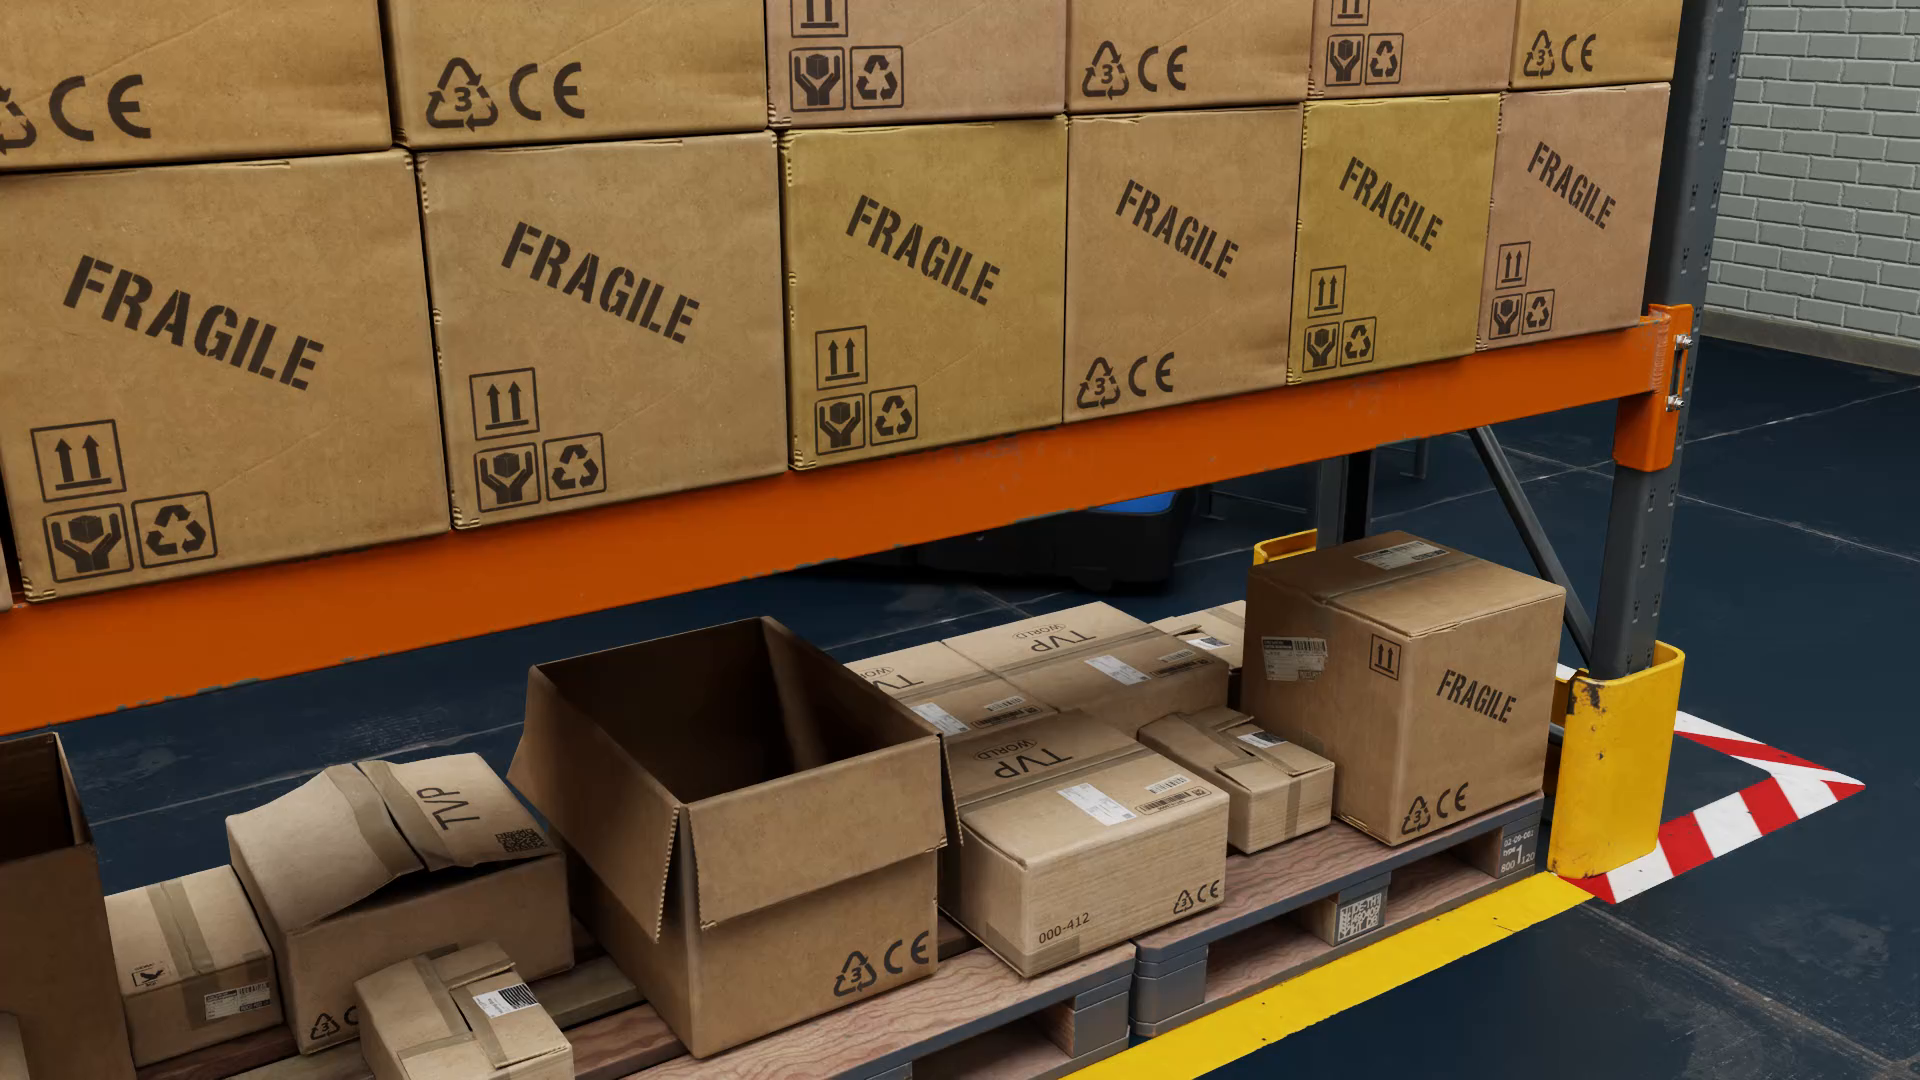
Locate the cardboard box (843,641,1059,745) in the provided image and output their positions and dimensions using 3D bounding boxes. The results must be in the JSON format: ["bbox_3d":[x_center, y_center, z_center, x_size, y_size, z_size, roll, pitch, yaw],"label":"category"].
[{"bbox_3d":[-0.124,0.472,3.771,0.500,0.250,0.500,-12,22,-31],"label":"cardboard box"}]

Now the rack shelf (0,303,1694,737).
[{"bbox_3d":[-0.349,-0.125,3.054,4.000,0.370,1.077,-12,22,-31],"label":"rack shelf"}]

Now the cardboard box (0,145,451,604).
[{"bbox_3d":[-1.018,-0.269,2.200,0.500,0.500,0.500,-11,22,-30],"label":"cardboard box"}]

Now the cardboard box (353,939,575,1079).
[{"bbox_3d":[-0.833,0.849,2.786,0.250,0.166,0.380,-12,22,-31],"label":"cardboard box"}]

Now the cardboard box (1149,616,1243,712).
[{"bbox_3d":[0.574,0.342,4.288,0.250,0.166,0.380,-12,22,-31],"label":"cardboard box"}]

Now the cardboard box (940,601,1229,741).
[{"bbox_3d":[0.294,0.384,4.031,0.500,0.250,0.500,-12,22,-31],"label":"cardboard box"}]

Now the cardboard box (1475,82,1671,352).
[{"bbox_3d":[1.097,-0.714,3.516,0.500,0.500,0.500,-11,22,-30],"label":"cardboard box"}]

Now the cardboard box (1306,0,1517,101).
[{"bbox_3d":[0.680,-1.098,3.091,0.500,0.500,0.500,-11,22,-30],"label":"cardboard box"}]

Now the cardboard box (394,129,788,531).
[{"bbox_3d":[-0.599,-0.356,2.459,0.500,0.500,0.500,-12,22,-32],"label":"cardboard box"}]

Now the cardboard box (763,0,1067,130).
[{"bbox_3d":[-0.180,-0.915,2.550,0.500,0.500,0.500,-11,22,-30],"label":"cardboard box"}]

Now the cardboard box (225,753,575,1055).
[{"bbox_3d":[-1.073,0.644,3.169,0.500,0.311,0.500,-12,22,-31],"label":"cardboard box"}]

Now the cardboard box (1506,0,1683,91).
[{"bbox_3d":[1.101,-1.187,3.355,0.500,0.500,0.500,-12,22,-32],"label":"cardboard box"}]

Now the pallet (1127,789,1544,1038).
[{"bbox_3d":[0.593,0.657,3.972,1.213,0.211,1.003,-12,22,-31],"label":"pallet"}]

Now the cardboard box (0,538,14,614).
[{"bbox_3d":[-1.444,-0.178,1.931,0.500,0.500,0.500,-11,22,-30],"label":"cardboard box"}]

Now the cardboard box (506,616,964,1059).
[{"bbox_3d":[-0.453,0.528,3.209,0.637,0.503,0.797,-12,22,-31],"label":"cardboard box"}]

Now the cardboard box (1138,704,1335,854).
[{"bbox_3d":[0.615,0.525,3.746,0.250,0.166,0.380,-12,22,-31],"label":"cardboard box"}]

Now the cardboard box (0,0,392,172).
[{"bbox_3d":[-1.040,-0.733,2.013,0.500,0.500,0.500,-13,22,-33],"label":"cardboard box"}]

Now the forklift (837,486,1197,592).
[{"bbox_3d":[-0.658,-1.447,5.947,3.031,2.935,1.130,4,19,13],"label":"forklift"}]

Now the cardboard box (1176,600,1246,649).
[{"bbox_3d":[0.783,0.306,4.421,0.250,0.149,0.380,-12,22,-31],"label":"cardboard box"}]

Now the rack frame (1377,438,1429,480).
[{"bbox_3d":[1.756,-1.015,6.905,0.500,1.500,0.032,14,23,35],"label":"rack frame"}]

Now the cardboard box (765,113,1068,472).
[{"bbox_3d":[-0.175,-0.446,2.725,0.500,0.500,0.500,-12,22,-32],"label":"cardboard box"}]

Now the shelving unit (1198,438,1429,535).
[{"bbox_3d":[1.448,-0.886,6.523,0.538,1.500,1.048,14,23,35],"label":"shelving unit"}]

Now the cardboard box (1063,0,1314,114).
[{"bbox_3d":[0.249,-1.005,2.817,0.500,0.500,0.500,-11,22,-30],"label":"cardboard box"}]

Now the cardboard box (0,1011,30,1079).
[{"bbox_3d":[-1.550,0.936,2.304,0.500,0.311,0.500,-12,22,-31],"label":"cardboard box"}]

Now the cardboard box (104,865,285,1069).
[{"bbox_3d":[-1.419,0.770,3.047,0.250,0.149,0.380,-12,22,-31],"label":"cardboard box"}]

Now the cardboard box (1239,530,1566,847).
[{"bbox_3d":[1.003,0.319,3.832,0.500,0.500,0.500,-12,22,-31],"label":"cardboard box"}]

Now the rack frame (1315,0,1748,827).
[{"bbox_3d":[1.322,-0.818,3.981,0.127,3.000,1.000,-12,22,-31],"label":"rack frame"}]

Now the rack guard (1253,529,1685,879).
[{"bbox_3d":[1.258,0.380,4.342,0.348,0.500,1.175,-12,22,-31],"label":"rack guard"}]

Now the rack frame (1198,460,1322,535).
[{"bbox_3d":[1.139,-0.756,6.140,0.500,1.500,0.032,14,23,35],"label":"rack frame"}]

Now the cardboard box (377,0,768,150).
[{"bbox_3d":[-0.611,-0.824,2.280,0.500,0.500,0.500,-13,22,-33],"label":"cardboard box"}]

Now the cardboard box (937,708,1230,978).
[{"bbox_3d":[0.193,0.597,3.401,0.500,0.250,0.500,-12,22,-31],"label":"cardboard box"}]

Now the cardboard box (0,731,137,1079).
[{"bbox_3d":[-1.699,0.686,2.748,0.500,0.500,0.500,-12,22,-31],"label":"cardboard box"}]

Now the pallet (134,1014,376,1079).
[{"bbox_3d":[-1.445,1.087,2.700,1.213,0.211,1.003,-12,22,-31],"label":"pallet"}]

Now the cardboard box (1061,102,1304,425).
[{"bbox_3d":[0.246,-0.535,2.987,0.500,0.500,0.500,-12,22,-31],"label":"cardboard box"}]

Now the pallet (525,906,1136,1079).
[{"bbox_3d":[-0.425,0.871,3.340,1.213,0.211,1.003,-12,22,-31],"label":"pallet"}]

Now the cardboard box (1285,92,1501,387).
[{"bbox_3d":[0.666,-0.621,3.243,0.500,0.500,0.500,-12,22,-31],"label":"cardboard box"}]
